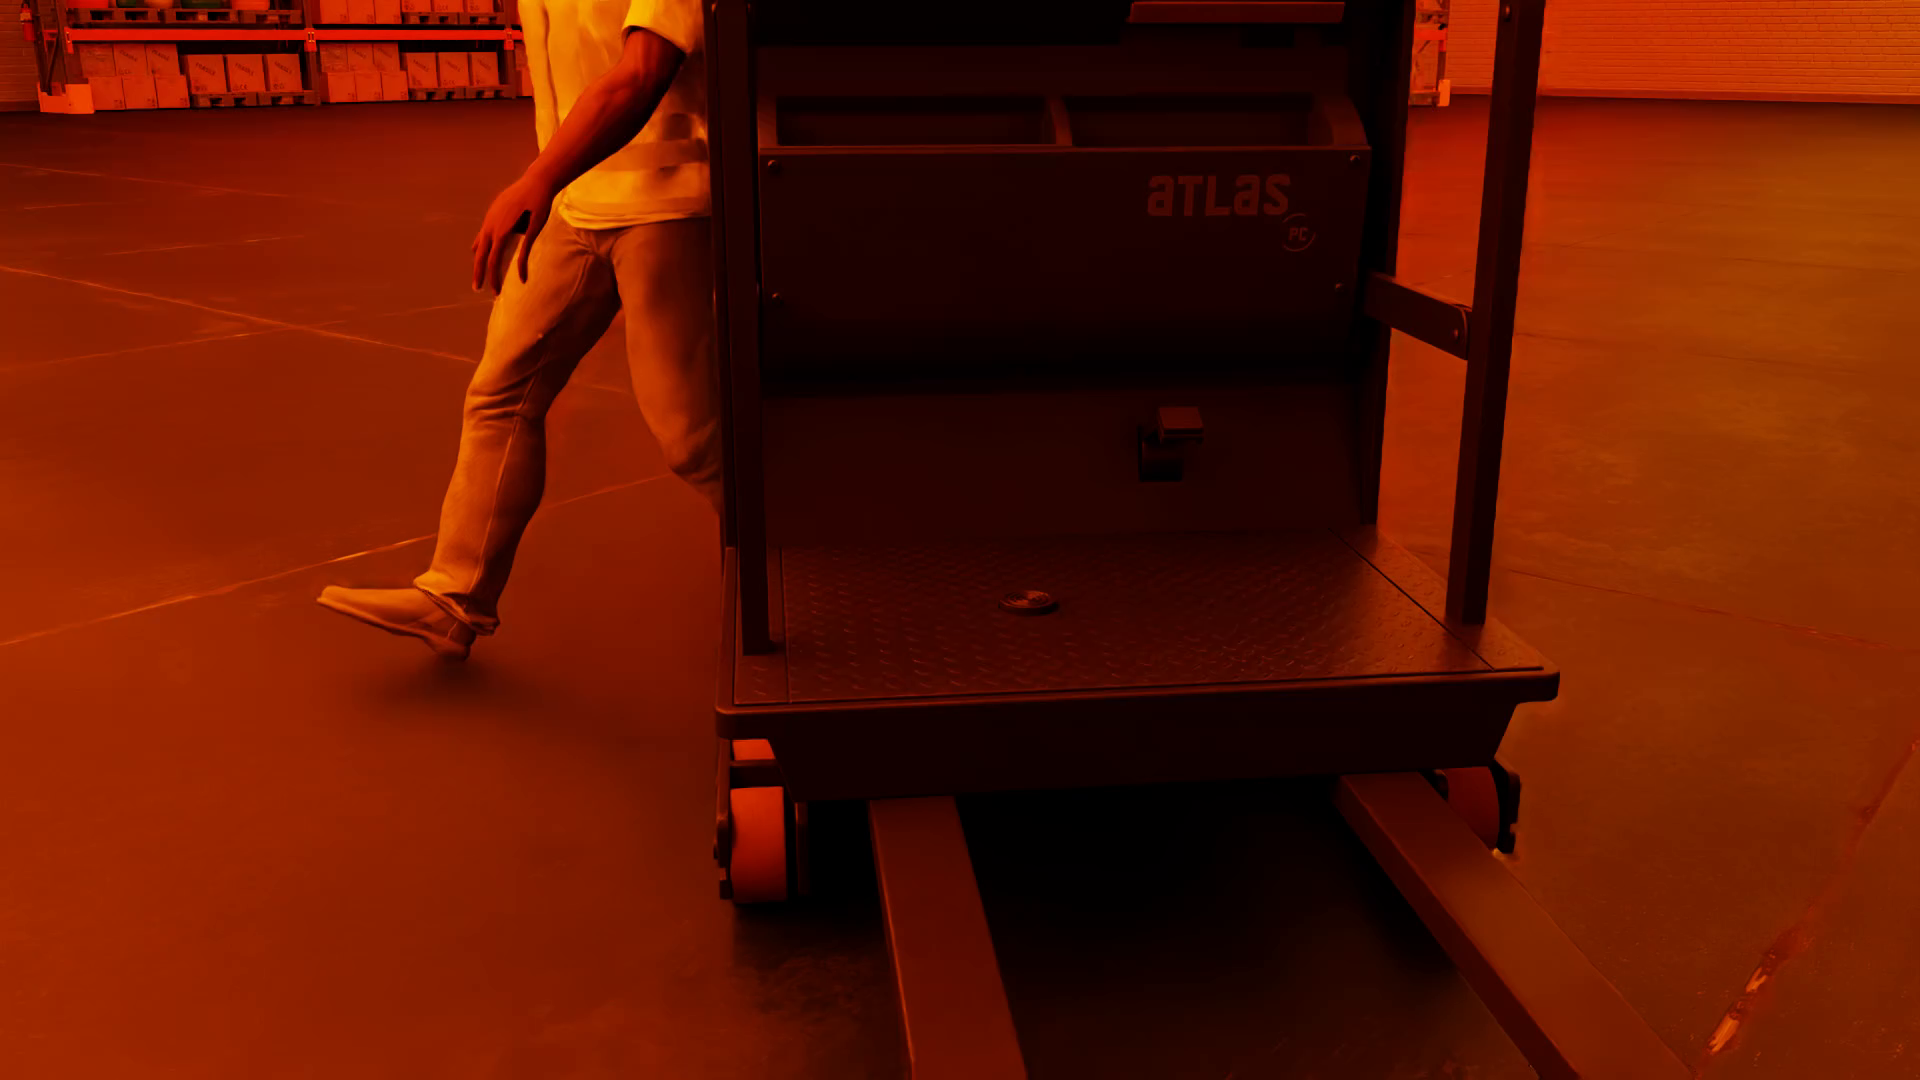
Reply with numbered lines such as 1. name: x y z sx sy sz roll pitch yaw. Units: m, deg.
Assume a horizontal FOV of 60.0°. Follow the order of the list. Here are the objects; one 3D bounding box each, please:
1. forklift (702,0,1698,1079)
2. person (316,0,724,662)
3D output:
1. forklift: 0.186 -1.006 2.210 1.130 2.935 3.031 -2 17 -7
2. person: -0.708 -0.578 2.999 0.926 1.736 0.752 -14 22 -39
